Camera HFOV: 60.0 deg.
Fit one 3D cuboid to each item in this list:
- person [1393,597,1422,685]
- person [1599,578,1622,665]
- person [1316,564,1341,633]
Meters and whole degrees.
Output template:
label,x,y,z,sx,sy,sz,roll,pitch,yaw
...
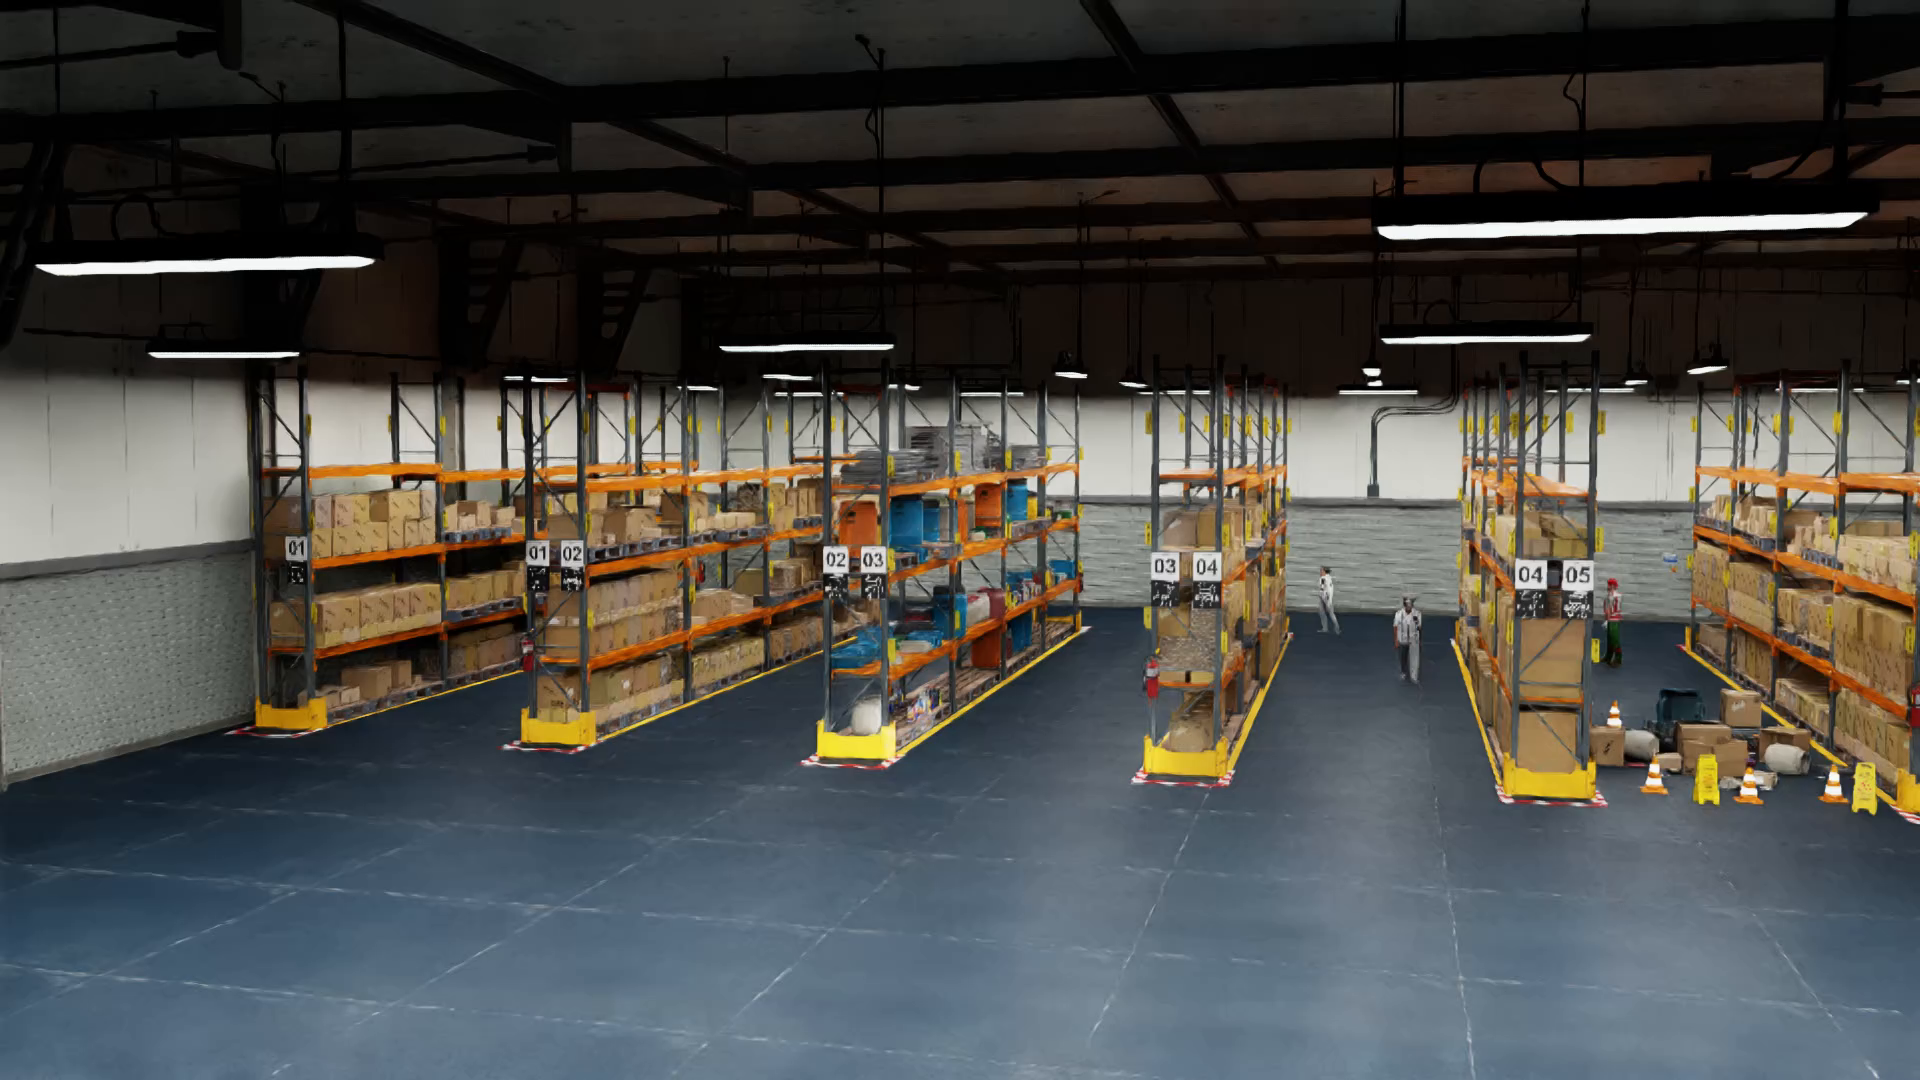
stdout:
label,x,y,z,sx,sy,sz,roll,pitch,yaw
person,8.670,1.927,32.218,0.542,1.675,1.126,1,4,16
person,13.643,1.693,34.876,0.581,1.785,0.664,3,5,35
person,8.889,1.420,40.040,0.531,1.668,0.572,-1,4,-14
